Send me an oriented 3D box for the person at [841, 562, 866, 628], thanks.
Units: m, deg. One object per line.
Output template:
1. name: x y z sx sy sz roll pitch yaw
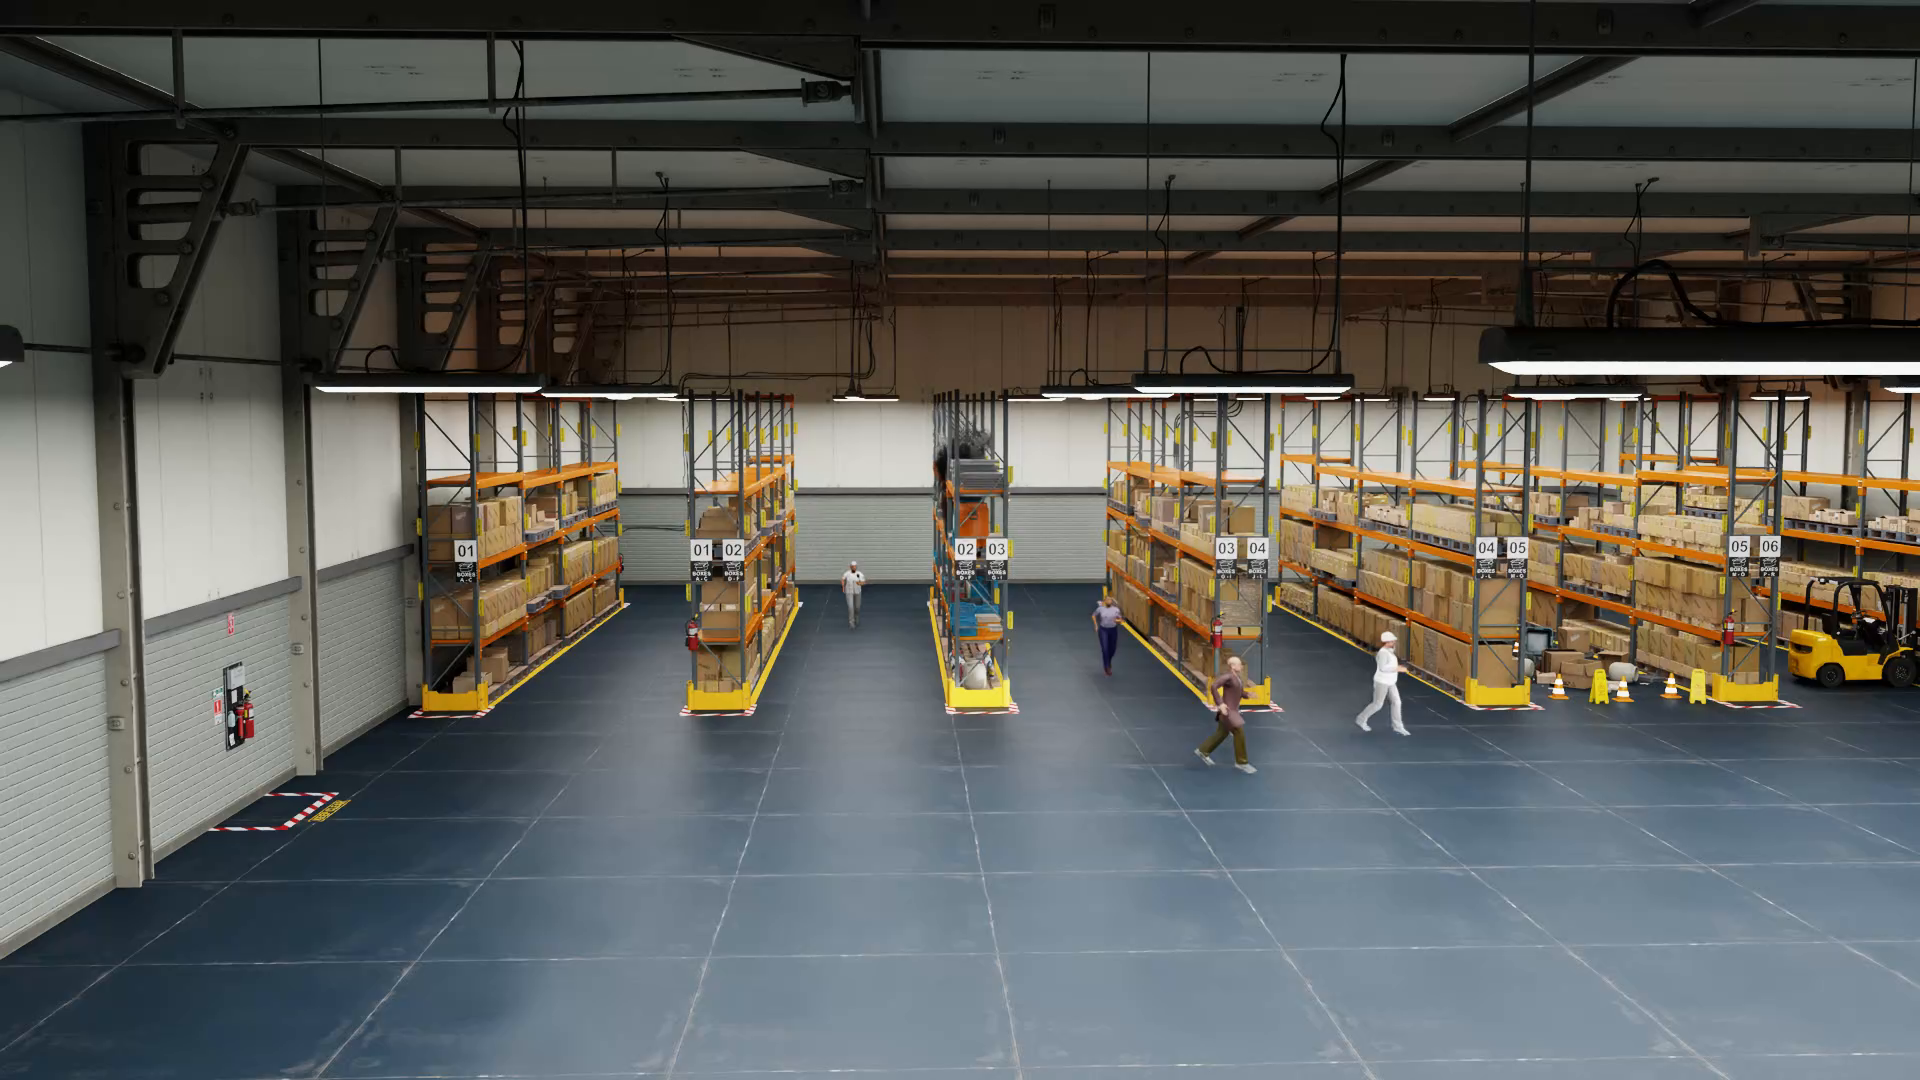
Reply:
1. person: -2.734 1.386 42.779 0.602 1.661 0.920 -1 5 -11

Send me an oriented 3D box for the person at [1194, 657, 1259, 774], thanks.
1. person: 4.165 2.717 25.994 1.026 1.804 0.649 1 5 18

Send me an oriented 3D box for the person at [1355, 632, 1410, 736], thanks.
1. person: 7.337 2.476 28.805 0.924 1.790 0.623 3 6 32

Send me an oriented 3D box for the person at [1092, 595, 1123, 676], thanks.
1. person: 3.112 1.966 34.953 0.607 1.636 0.941 -1 5 -10
